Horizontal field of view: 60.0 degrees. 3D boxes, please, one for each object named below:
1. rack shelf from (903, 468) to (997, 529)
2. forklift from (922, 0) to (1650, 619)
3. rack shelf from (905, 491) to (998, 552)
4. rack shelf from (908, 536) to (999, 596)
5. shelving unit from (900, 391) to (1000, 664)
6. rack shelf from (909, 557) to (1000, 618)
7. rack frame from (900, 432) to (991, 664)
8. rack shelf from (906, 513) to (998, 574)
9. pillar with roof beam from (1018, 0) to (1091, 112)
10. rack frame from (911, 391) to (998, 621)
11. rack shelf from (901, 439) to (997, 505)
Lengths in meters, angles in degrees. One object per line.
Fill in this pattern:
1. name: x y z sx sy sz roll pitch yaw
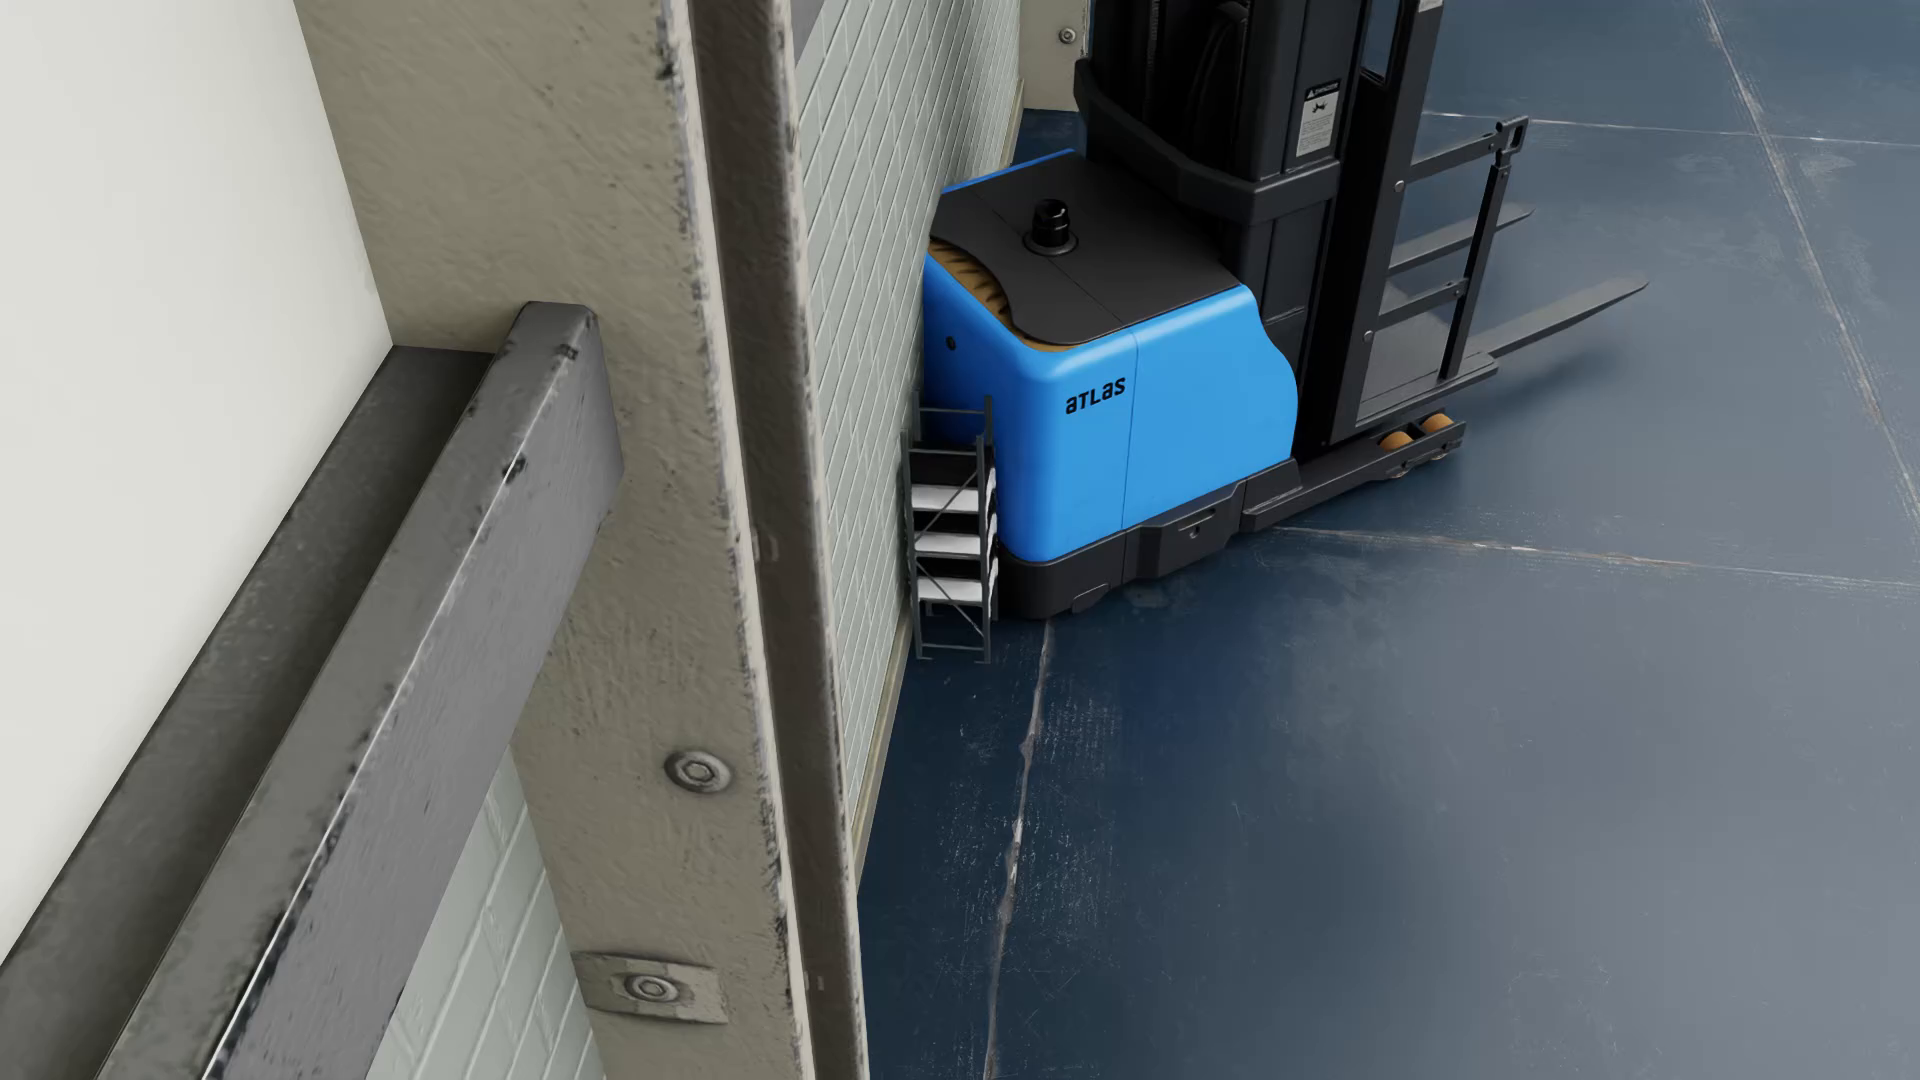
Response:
1. rack shelf: -0.028 -0.134 5.009 0.258 0.077 0.200 4 40 7
2. forklift: 1.232 -1.576 5.283 3.031 2.935 1.130 -23 48 -22
3. rack shelf: -0.025 -0.065 5.067 0.258 0.077 0.200 4 40 7
4. rack shelf: -0.019 0.072 5.183 0.258 0.077 0.200 4 40 7
5. shelving unit: -0.023 -0.022 5.103 0.258 0.900 0.210 4 40 7
6. rack shelf: -0.015 0.141 5.241 0.258 0.077 0.200 4 40 7
7. rack frame: -0.037 0.043 5.027 0.240 0.900 0.006 4 40 7
8. rack shelf: -0.022 0.003 5.125 0.258 0.077 0.200 4 40 7
9. pillar with roof beam: 4.712 -5.061 4.550 9.100 9.000 0.400 5 44 6
10. rack frame: -0.009 -0.087 5.180 0.240 0.900 0.006 4 40 7
11. rack shelf: -0.031 -0.203 4.951 0.258 0.077 0.200 4 40 7
